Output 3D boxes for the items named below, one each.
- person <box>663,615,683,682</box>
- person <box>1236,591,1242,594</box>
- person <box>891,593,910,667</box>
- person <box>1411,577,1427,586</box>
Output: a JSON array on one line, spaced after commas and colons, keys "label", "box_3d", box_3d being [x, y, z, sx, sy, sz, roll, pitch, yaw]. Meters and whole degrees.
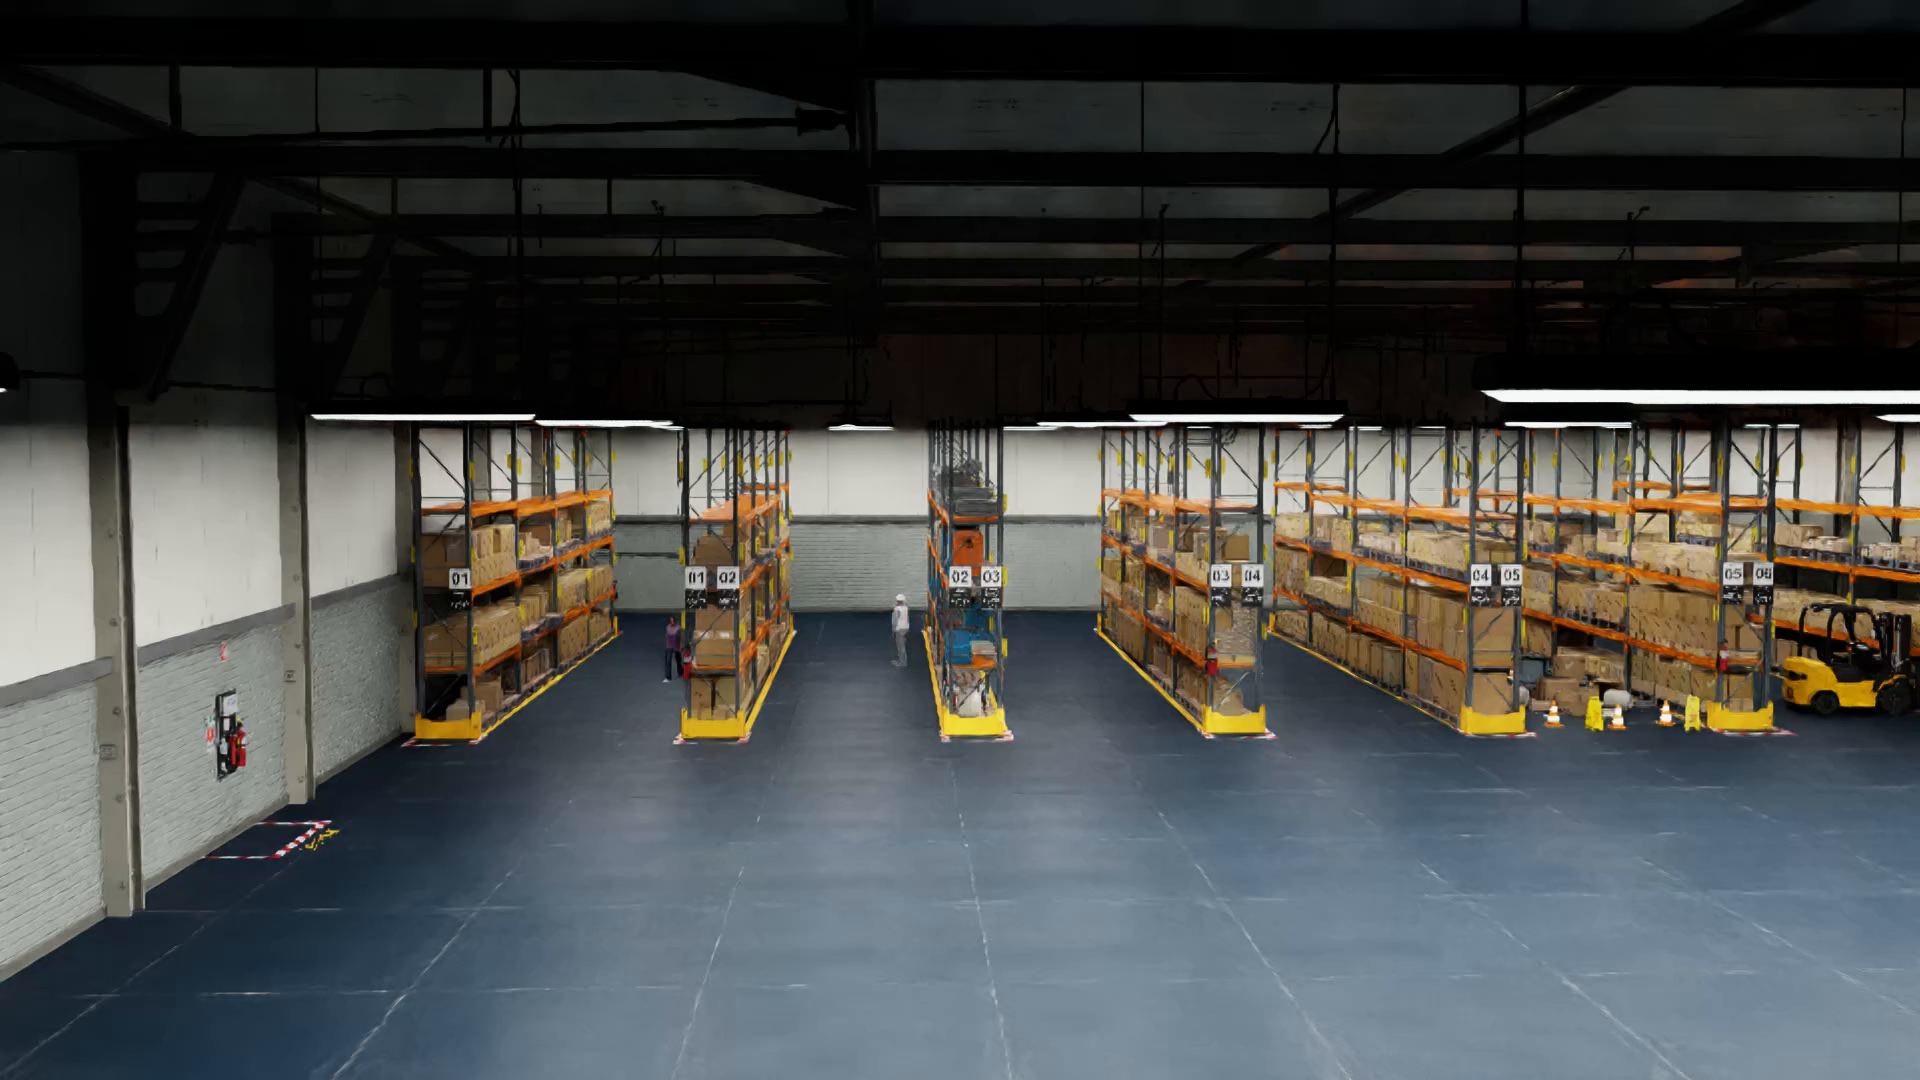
[{"label": "person", "box_3d": [-6.539, 2.457, 38.065, 0.419, 1.499, 1.030, 0, 4, 0]}, {"label": "person", "box_3d": [8.509, 1.456, 51.828, 0.740, 1.780, 0.530, -3, 5, -42]}, {"label": "person", "box_3d": [-1.474, 2.183, 40.494, 0.569, 1.768, 0.627, 2, 4, 27]}, {"label": "person", "box_3d": [14.494, 1.413, 52.325, 0.530, 1.771, 0.749, -3, 5, -36]}]
